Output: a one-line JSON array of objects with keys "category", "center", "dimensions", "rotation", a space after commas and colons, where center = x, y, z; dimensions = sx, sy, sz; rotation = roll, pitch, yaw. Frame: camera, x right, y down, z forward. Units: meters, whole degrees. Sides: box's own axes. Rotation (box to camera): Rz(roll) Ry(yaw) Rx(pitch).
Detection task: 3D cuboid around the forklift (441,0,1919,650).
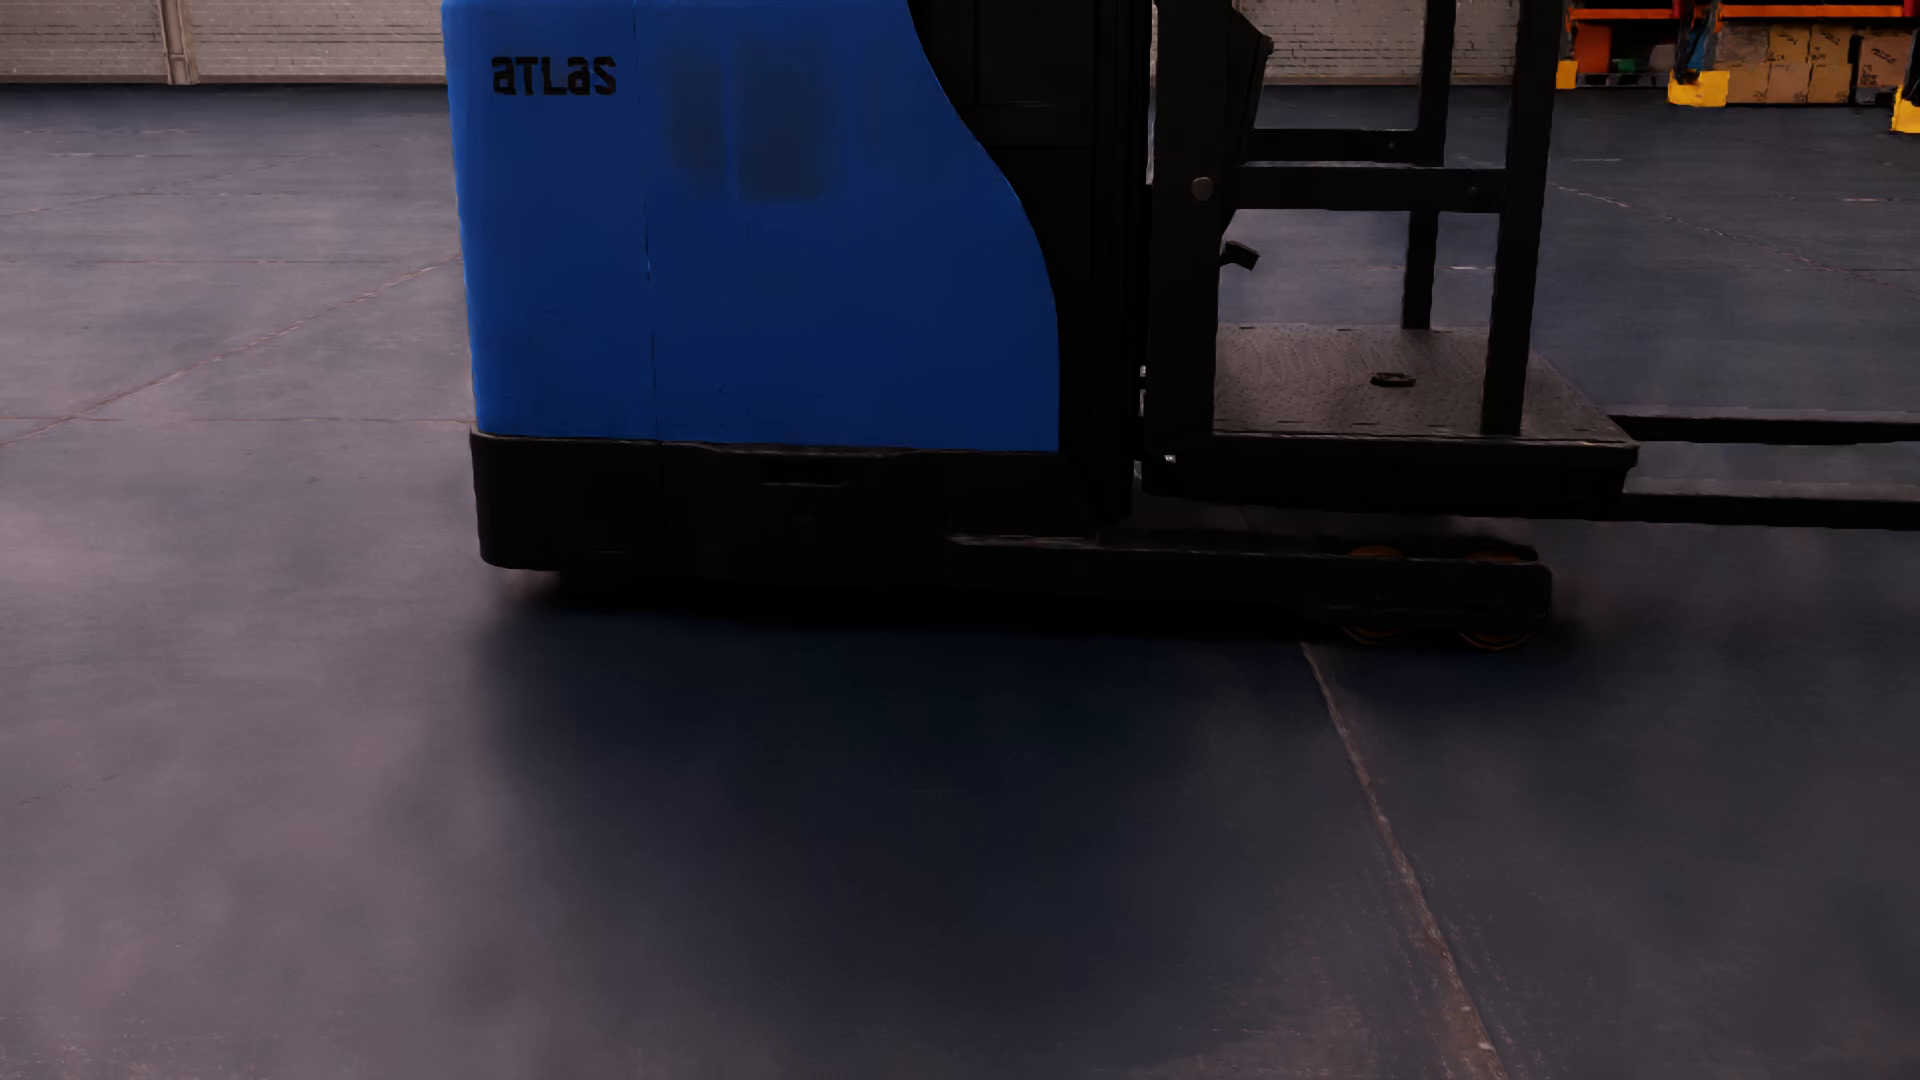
[{"category": "forklift", "center": [0.676, -1.383, 2.882], "dimensions": [3.031, 2.935, 1.130], "rotation": [2, 17, 7]}]
